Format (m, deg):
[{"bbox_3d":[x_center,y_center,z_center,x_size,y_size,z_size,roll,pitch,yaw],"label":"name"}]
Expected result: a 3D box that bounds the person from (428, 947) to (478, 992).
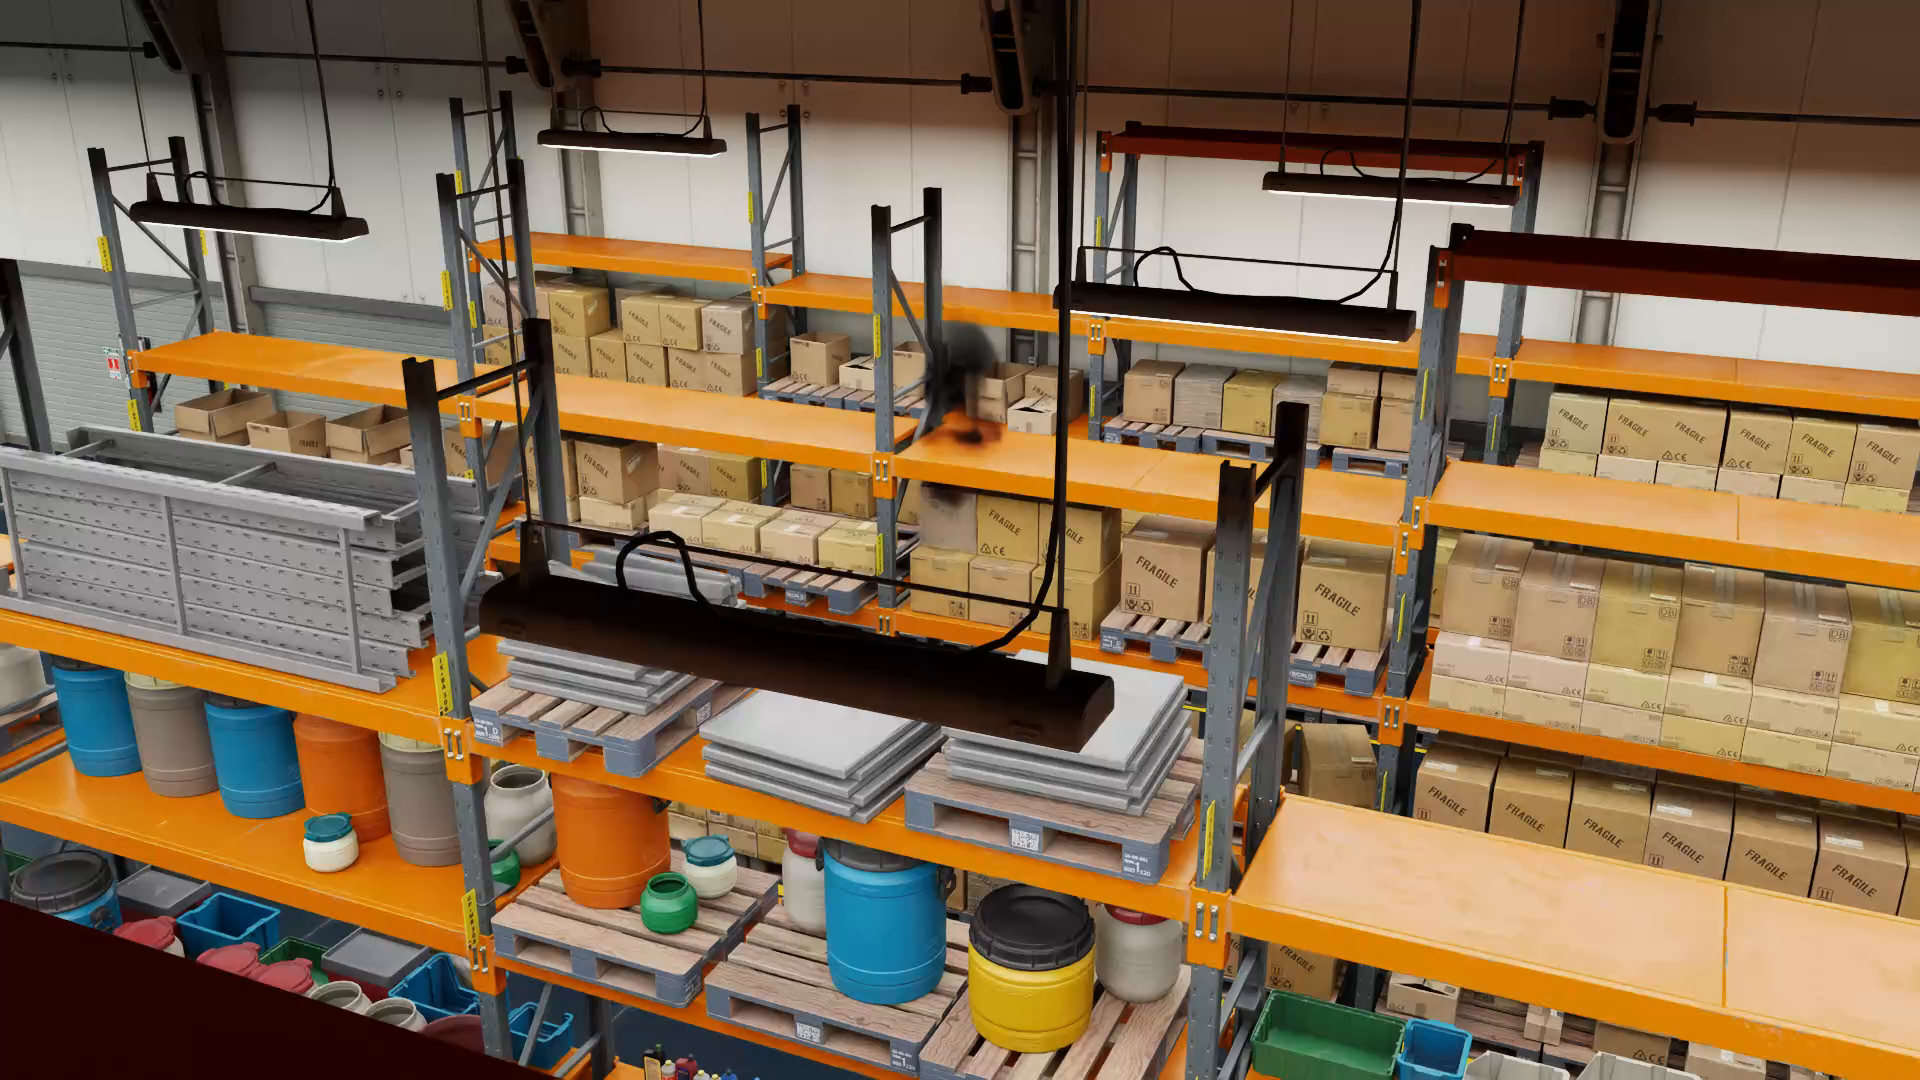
[{"bbox_3d":[-3.989,2.875,12.532,0.970,1.788,0.700,6,21,16],"label":"person"}]
